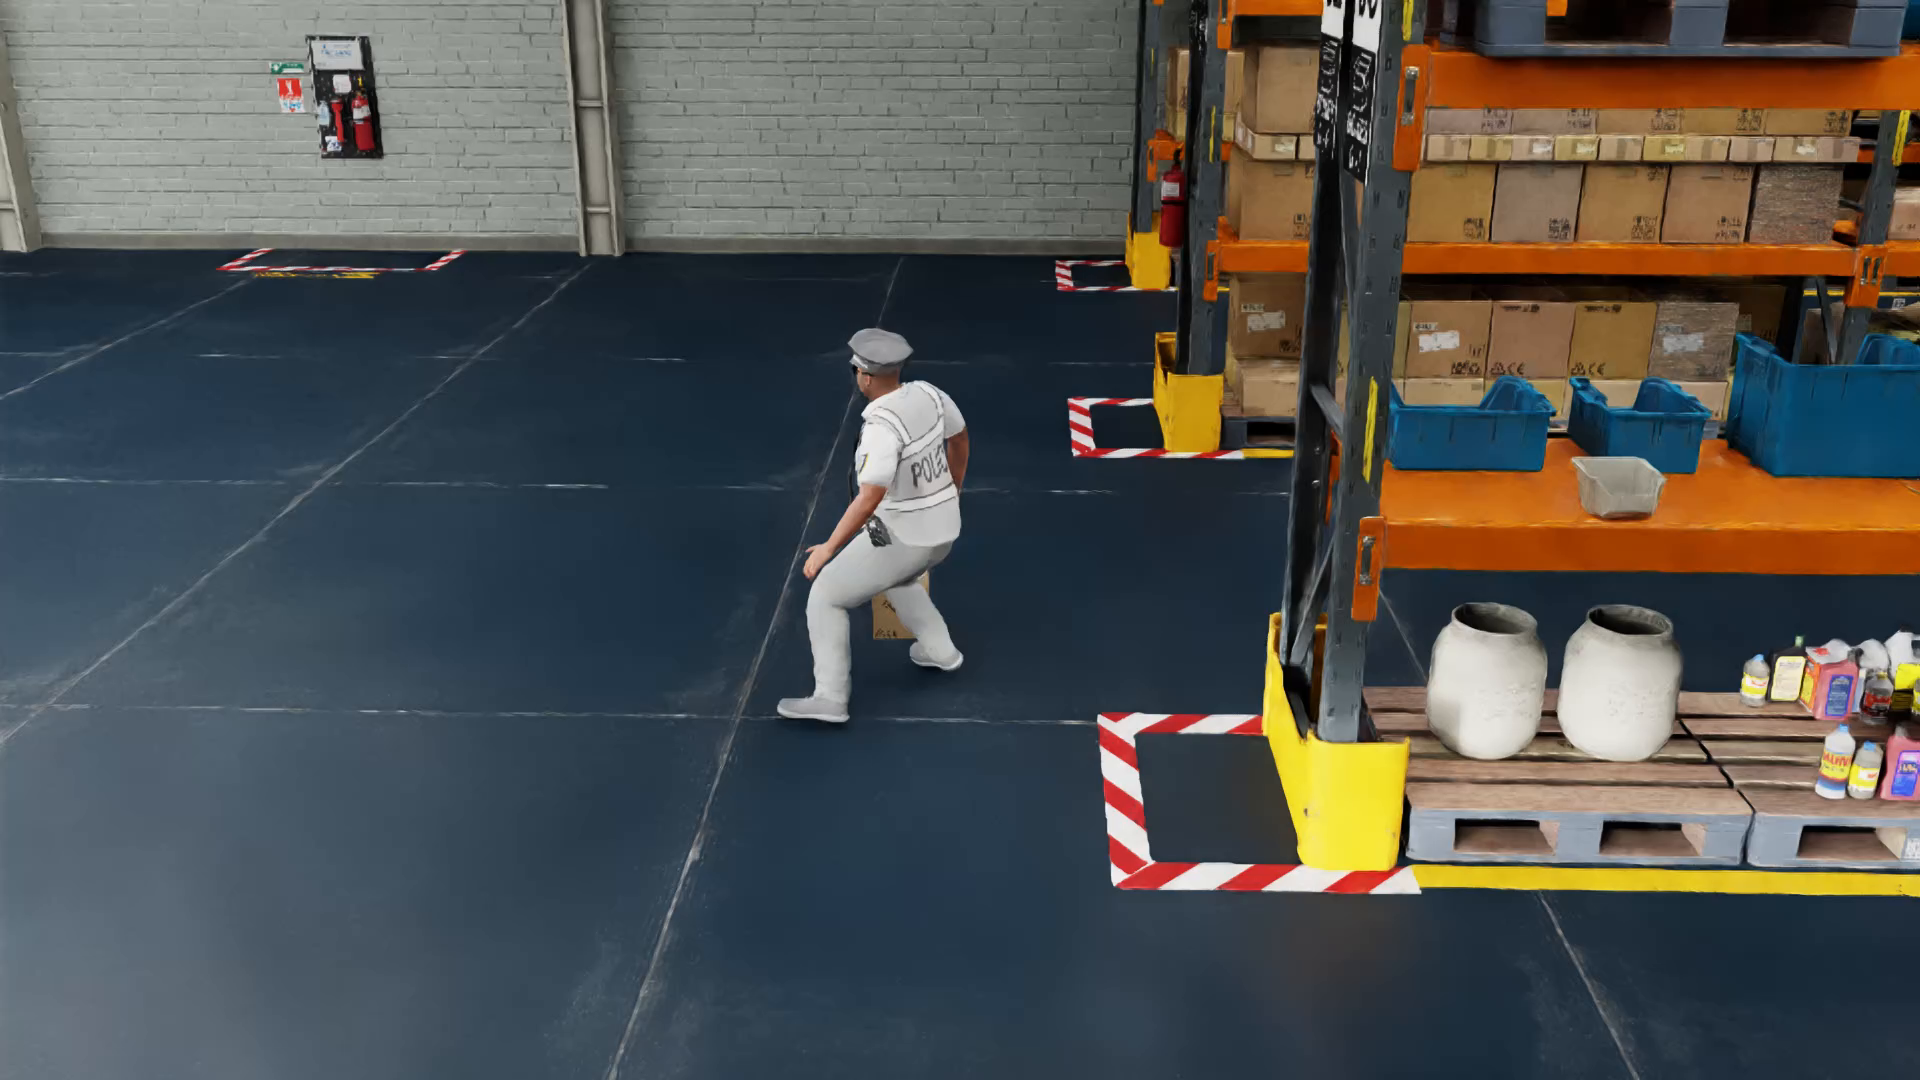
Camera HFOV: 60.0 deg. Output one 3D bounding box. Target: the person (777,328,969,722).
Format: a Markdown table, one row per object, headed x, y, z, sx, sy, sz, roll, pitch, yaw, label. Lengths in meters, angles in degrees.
| x | y | z | sx | sy | sz | roll | pitch | yaw | label |
| --- | --- | --- | --- | --- | --- | --- | --- | --- | --- |
| -0.326 | -0.077 | 6.969 | 0.557 | 1.613 | 0.890 | 13 | 24 | 31 | person |
